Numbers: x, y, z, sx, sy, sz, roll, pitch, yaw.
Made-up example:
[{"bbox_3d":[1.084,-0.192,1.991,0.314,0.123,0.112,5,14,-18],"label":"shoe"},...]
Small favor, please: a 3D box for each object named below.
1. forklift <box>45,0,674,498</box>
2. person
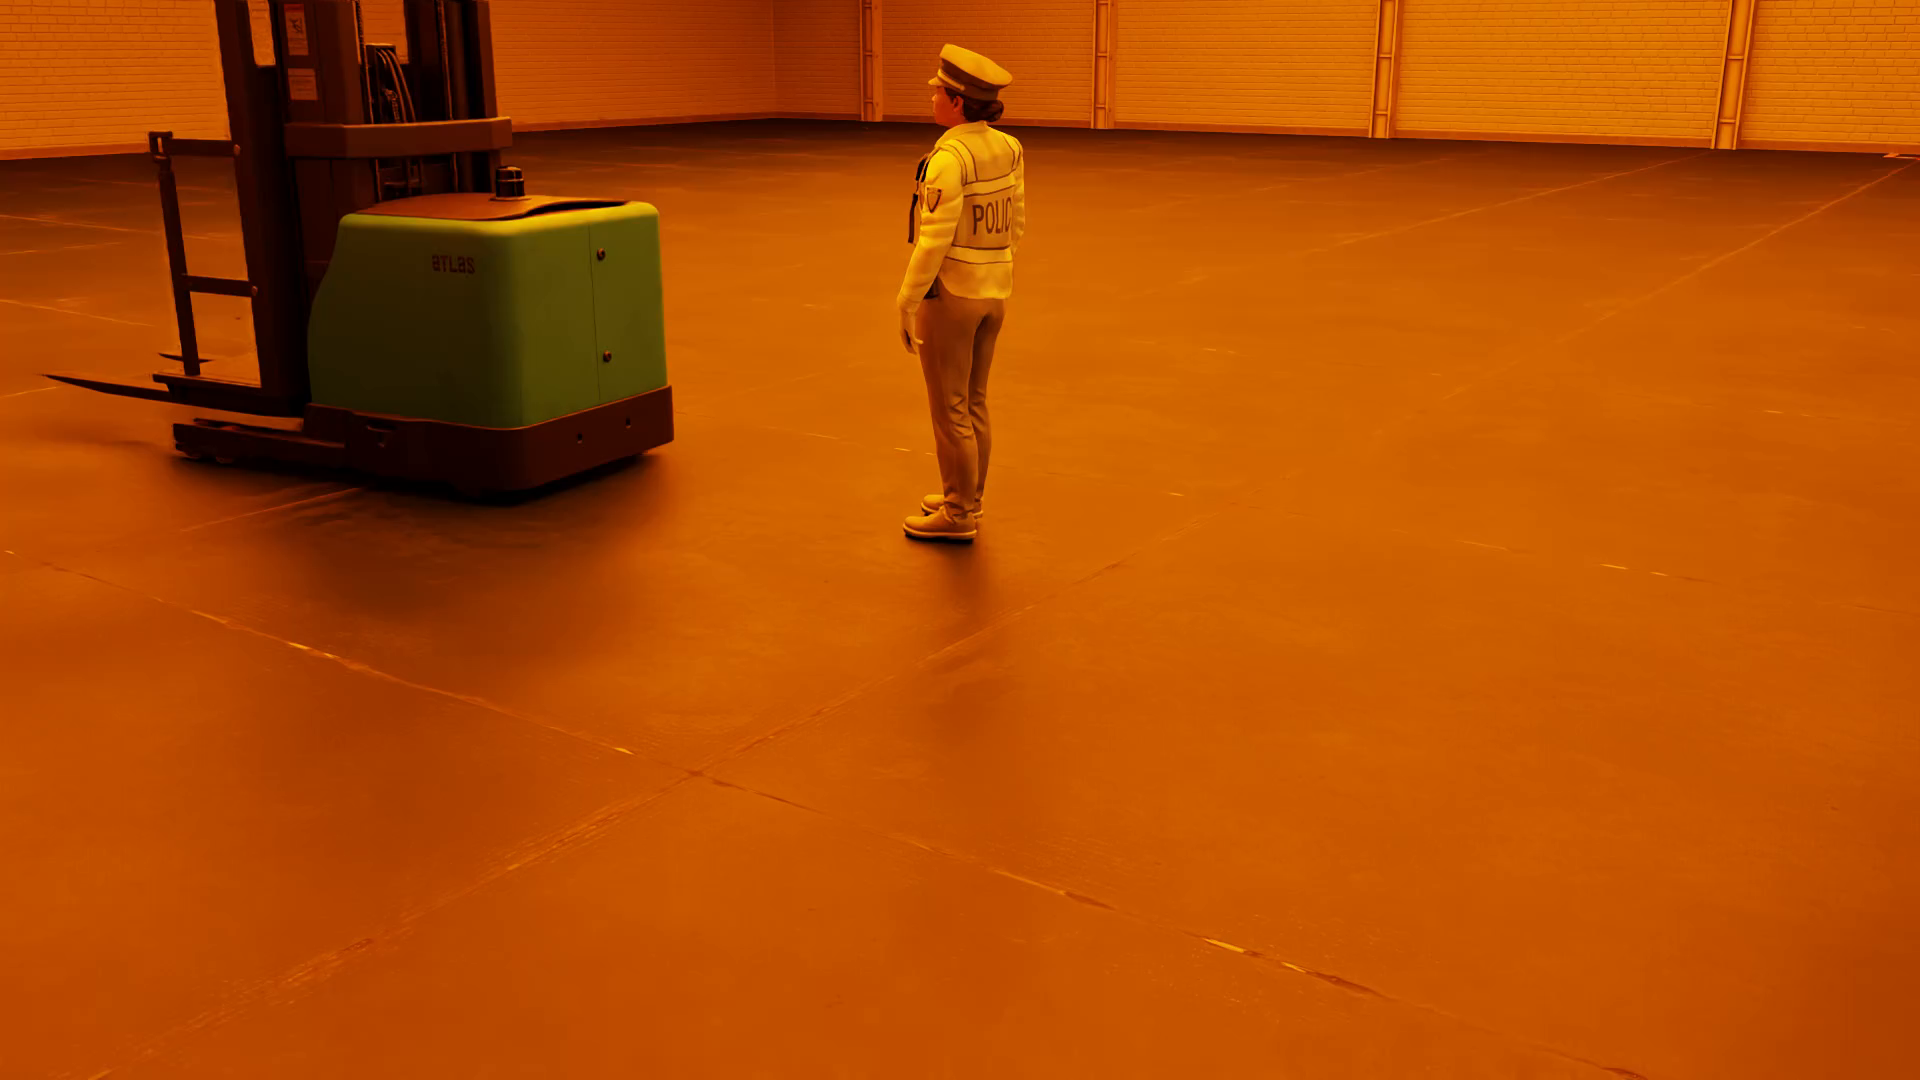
[{"bbox_3d":[-2.774,-1.846,7.005,3.031,2.935,1.130,9,19,26],"label":"forklift"},{"bbox_3d":[-0.053,-0.831,5.746,0.531,1.695,0.588,11,20,33],"label":"person"}]
